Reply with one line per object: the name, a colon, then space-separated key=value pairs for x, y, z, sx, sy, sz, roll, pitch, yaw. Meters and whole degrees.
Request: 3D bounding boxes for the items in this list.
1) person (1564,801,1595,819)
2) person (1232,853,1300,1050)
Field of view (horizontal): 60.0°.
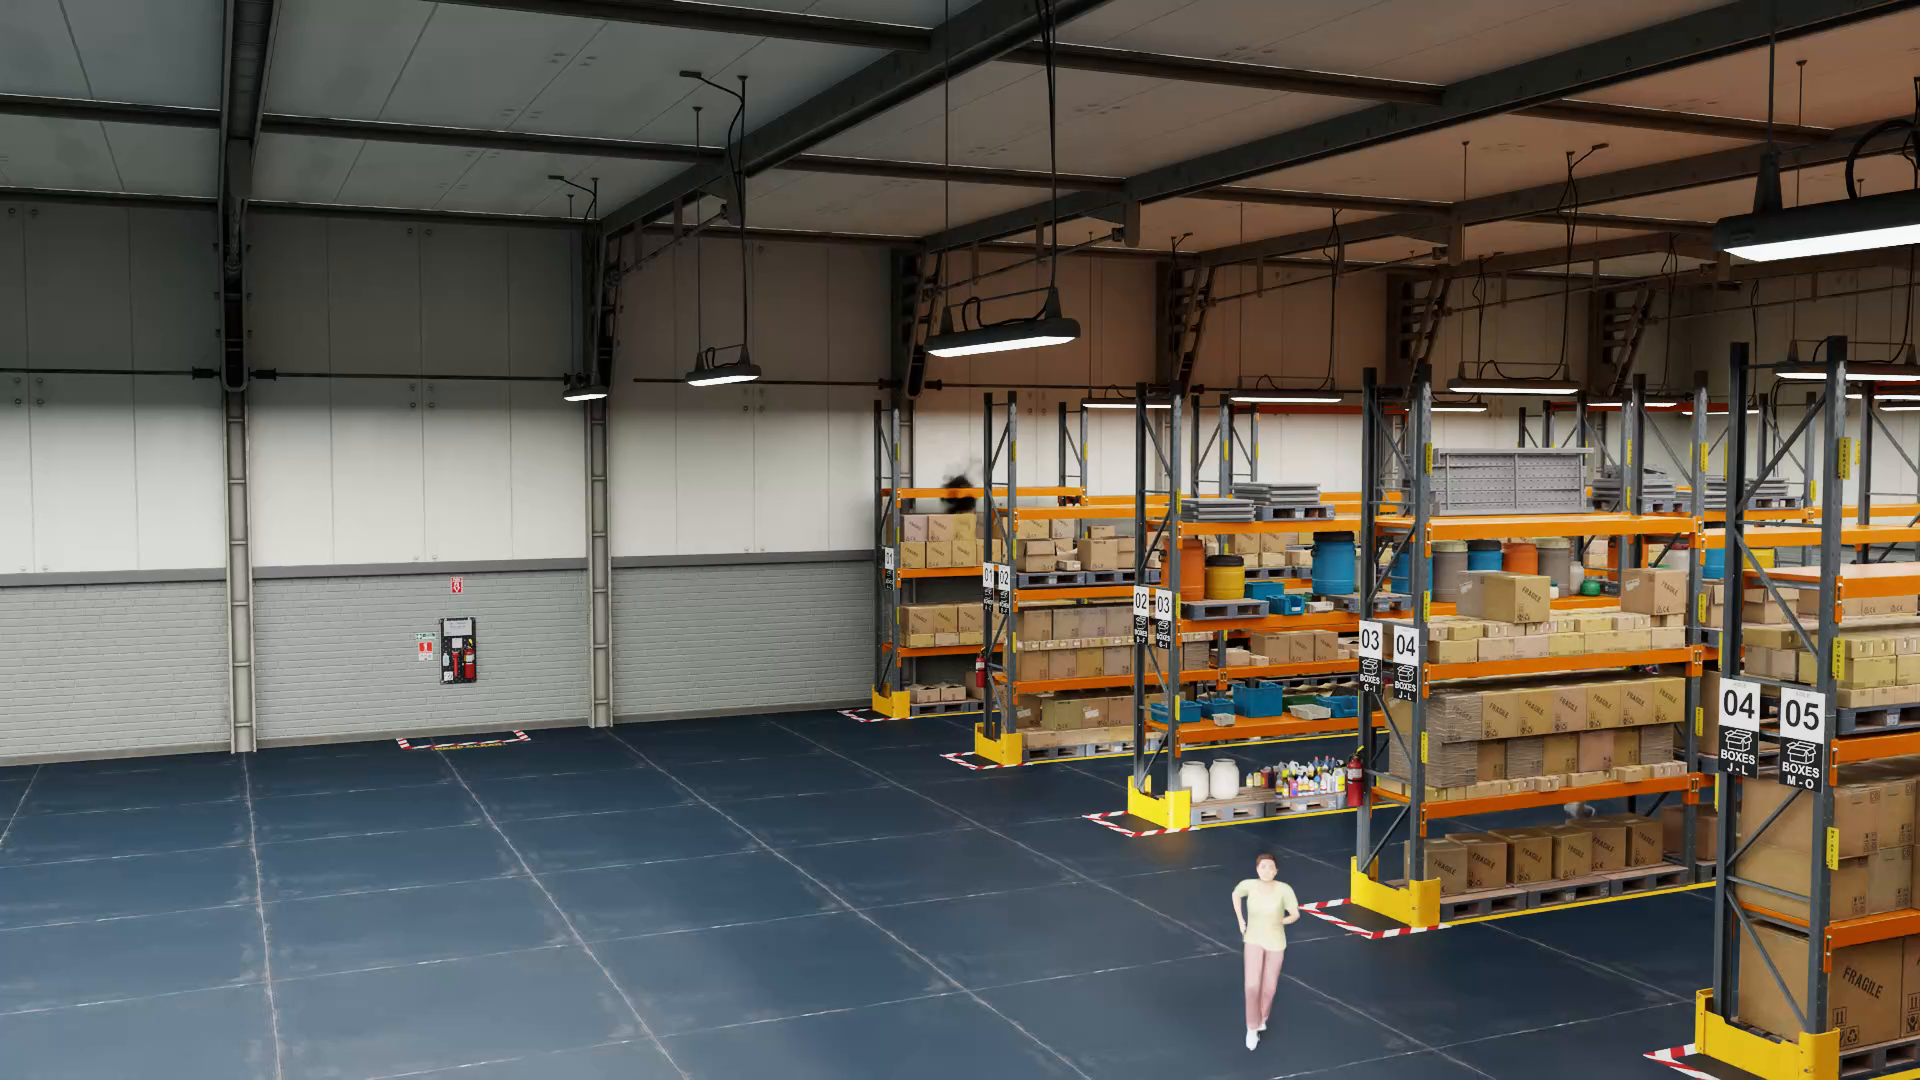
person: x=8.066 y=3.111 z=21.468 sx=0.622 sy=1.621 sz=0.550 roll=-2 pitch=4 yaw=-33
person: x=2.631 y=3.503 z=14.317 sx=0.564 sy=1.675 sz=0.732 roll=0 pitch=3 yaw=7
